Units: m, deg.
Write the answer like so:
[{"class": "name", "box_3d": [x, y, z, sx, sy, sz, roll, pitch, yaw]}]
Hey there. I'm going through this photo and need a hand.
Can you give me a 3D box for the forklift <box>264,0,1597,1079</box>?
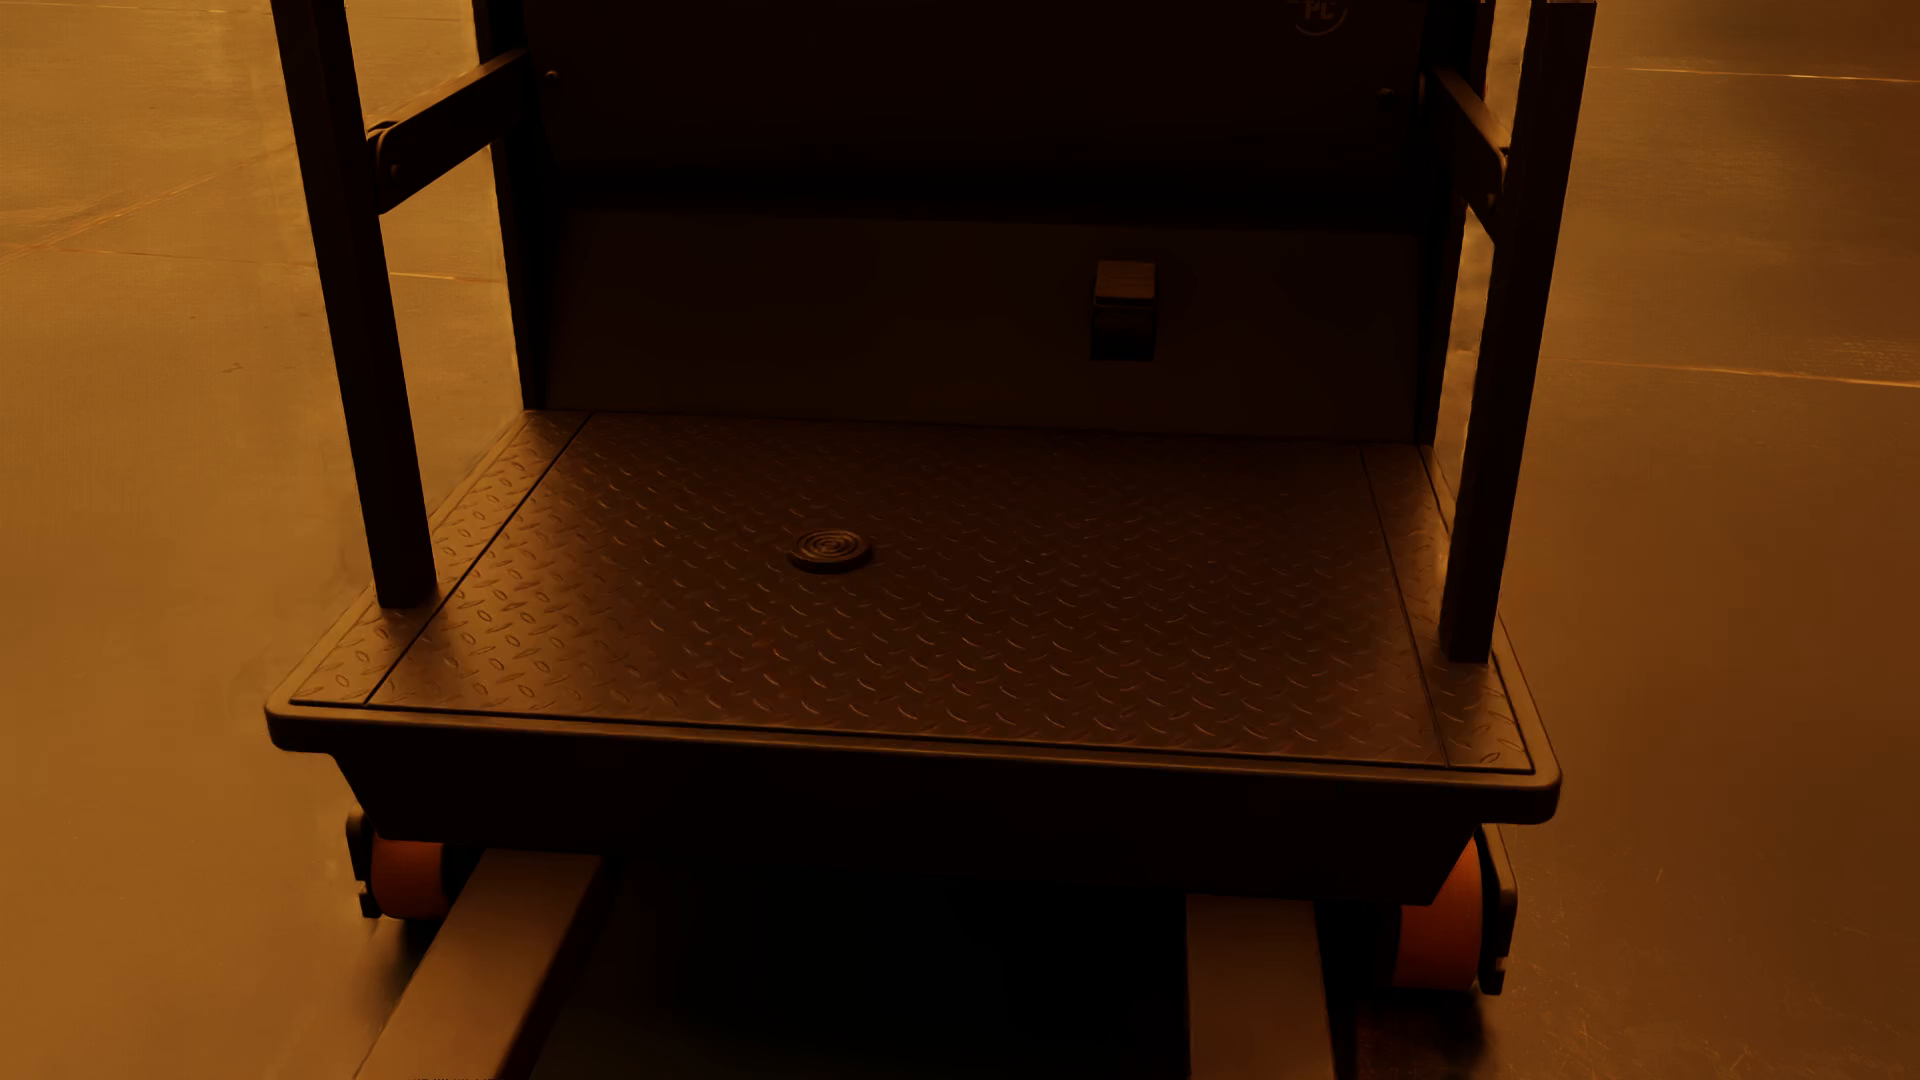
[{"class": "forklift", "box_3d": [-0.012, -1.030, 1.288, 1.130, 2.935, 3.031, 3, 27, 5]}]
